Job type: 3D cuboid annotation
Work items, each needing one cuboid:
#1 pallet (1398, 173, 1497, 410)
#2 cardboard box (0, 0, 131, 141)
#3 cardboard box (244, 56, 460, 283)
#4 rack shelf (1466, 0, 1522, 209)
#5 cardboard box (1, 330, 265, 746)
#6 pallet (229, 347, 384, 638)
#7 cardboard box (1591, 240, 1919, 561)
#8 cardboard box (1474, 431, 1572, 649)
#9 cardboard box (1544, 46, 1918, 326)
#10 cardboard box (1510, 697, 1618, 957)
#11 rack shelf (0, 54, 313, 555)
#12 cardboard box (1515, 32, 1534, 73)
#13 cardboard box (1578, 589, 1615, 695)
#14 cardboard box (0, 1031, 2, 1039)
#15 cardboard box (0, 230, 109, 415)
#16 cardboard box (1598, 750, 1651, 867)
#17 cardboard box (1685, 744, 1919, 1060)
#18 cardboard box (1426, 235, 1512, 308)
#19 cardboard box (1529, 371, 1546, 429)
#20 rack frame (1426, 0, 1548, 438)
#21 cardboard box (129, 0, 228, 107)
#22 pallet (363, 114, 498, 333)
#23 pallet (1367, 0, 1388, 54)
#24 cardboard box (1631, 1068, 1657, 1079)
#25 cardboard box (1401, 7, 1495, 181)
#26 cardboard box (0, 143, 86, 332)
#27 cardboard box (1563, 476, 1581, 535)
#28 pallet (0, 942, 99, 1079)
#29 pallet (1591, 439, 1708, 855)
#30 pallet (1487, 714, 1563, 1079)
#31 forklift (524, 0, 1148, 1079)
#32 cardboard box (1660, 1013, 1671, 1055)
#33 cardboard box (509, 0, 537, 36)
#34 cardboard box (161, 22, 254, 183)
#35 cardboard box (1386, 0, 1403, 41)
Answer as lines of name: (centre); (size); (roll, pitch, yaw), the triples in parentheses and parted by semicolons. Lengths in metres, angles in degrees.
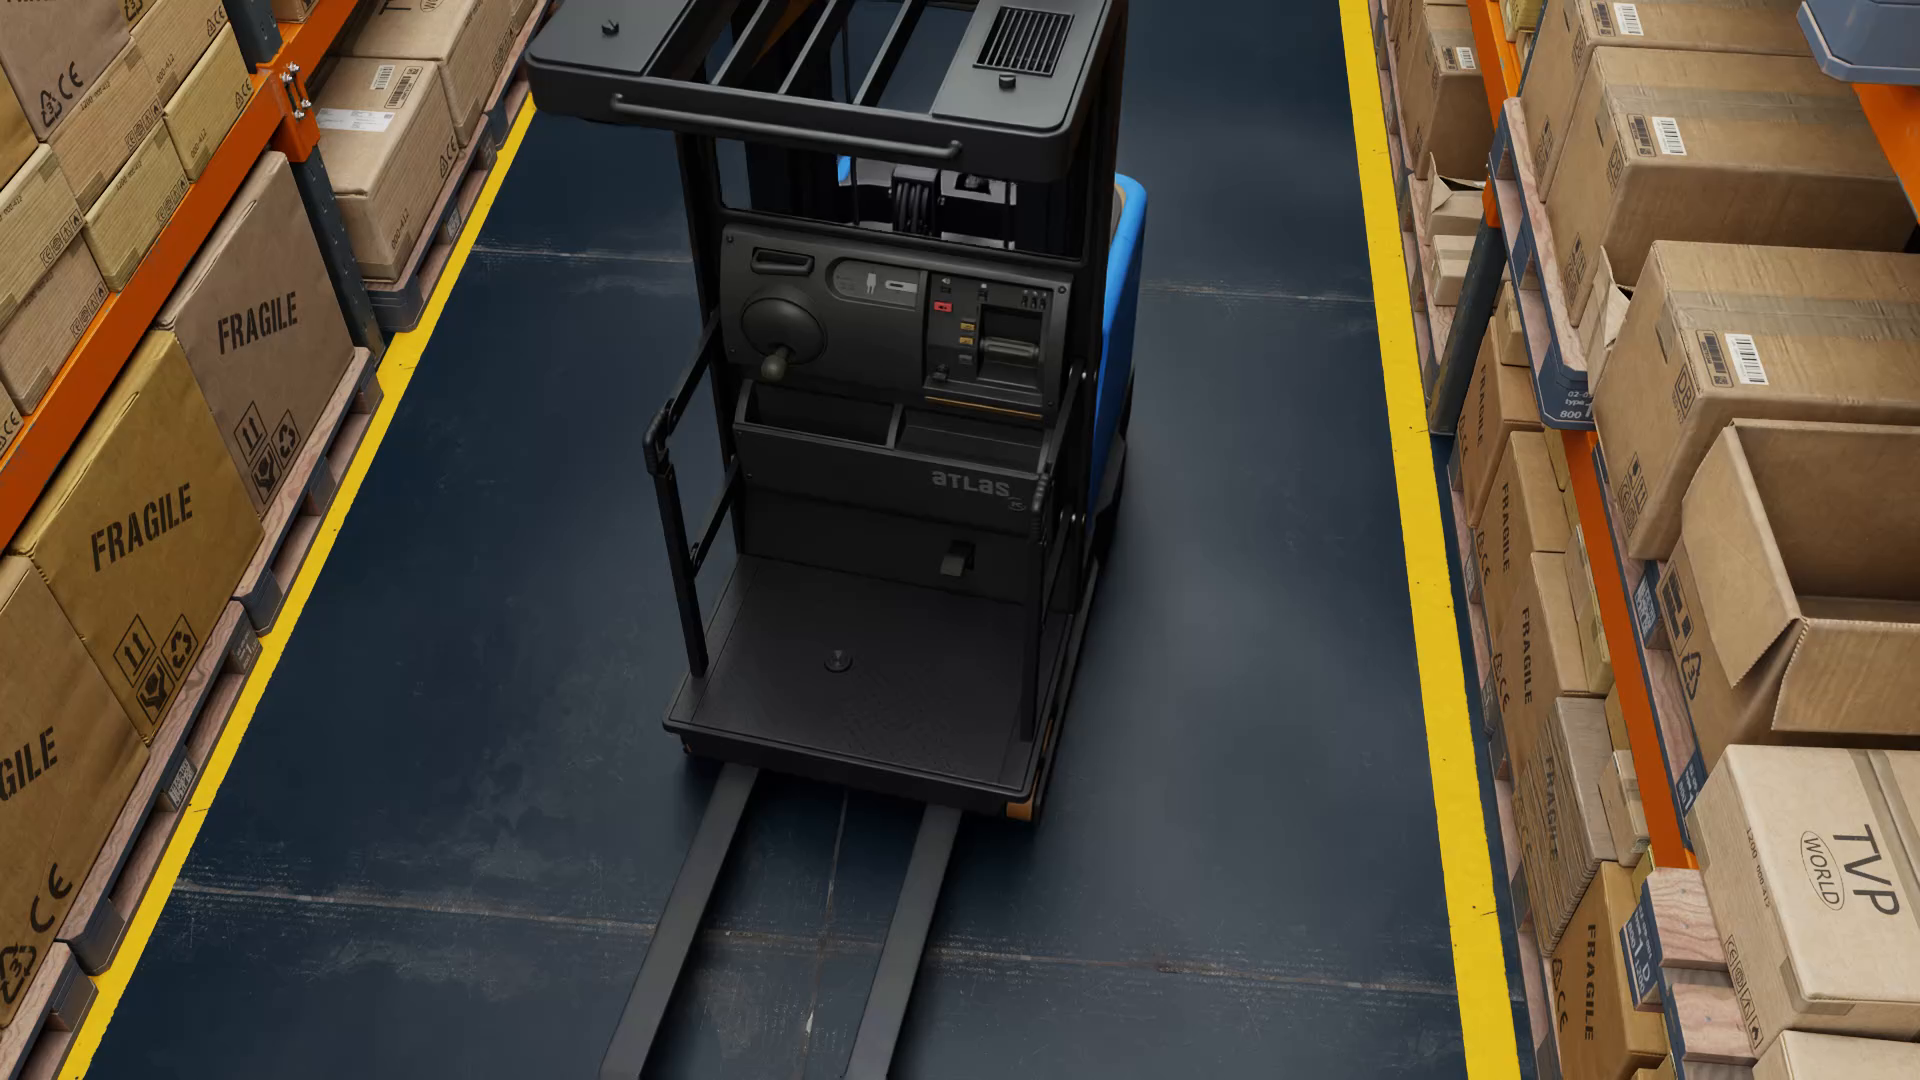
pallet: (2.289, -0.970, 6.494); (1.003, 0.211, 1.213); (4, 48, 4)
cardboard box: (-2.548, -1.383, 4.237); (0.500, 0.500, 0.500); (5, 48, 4)
cardboard box: (-2.554, -1.469, 6.513); (0.875, 0.438, 0.875); (3, 48, 3)
rack shelf: (2.408, -2.634, 6.614); (1.077, 0.370, 4.000); (4, 48, 4)
cardboard box: (-2.769, -0.037, 4.907); (0.875, 0.875, 0.875); (5, 48, 5)
pallet: (-2.713, -0.225, 5.812); (1.003, 0.211, 1.213); (4, 48, 4)
cardboard box: (1.840, -0.285, 3.625); (0.700, 0.500, 0.500); (4, 48, 3)
cardboard box: (1.919, 0.027, 5.102); (0.500, 0.500, 0.500); (3, 48, 3)
cardboard box: (1.911, -0.861, 4.153); (0.700, 0.500, 0.500); (4, 48, 4)
cardboard box: (1.815, 0.775, 4.418); (0.500, 0.500, 0.500); (2, 48, 2)
rack shelf: (-2.900, -0.025, 4.228); (1.077, 0.370, 4.000); (4, 48, 4)
cardboard box: (2.003, -1.573, 5.326); (0.380, 0.149, 0.250); (4, 48, 4)
cardboard box: (1.871, 0.286, 4.426); (0.380, 0.149, 0.250); (5, 48, 5)
cardboard box: (-2.937, 1.275, 3.707); (0.875, 0.875, 0.875); (3, 48, 3)
cardboard box: (-2.620, -0.597, 4.365); (0.500, 0.250, 0.500); (3, 48, 2)
cardboard box: (1.802, 0.663, 4.081); (0.380, 0.149, 0.250); (2, 48, 2)
cardboard box: (1.635, 0.644, 2.945); (0.500, 0.250, 0.500); (2, 48, 2)
cardboard box: (1.984, -1.016, 6.293); (0.380, 0.149, 0.250); (3, 48, 2)
cardboard box: (1.980, -0.469, 5.116); (0.380, 0.149, 0.250); (3, 48, 2)
rack frame: (2.225, -1.407, 5.004); (1.000, 3.000, 0.127); (4, 48, 4)
cardboard box: (-2.516, -1.516, 4.866); (0.500, 0.250, 0.500); (4, 48, 3)
pallet: (-2.571, -1.350, 6.842); (1.003, 0.211, 1.213); (4, 48, 4)
pallet: (2.511, -2.763, 8.134); (1.003, 0.211, 1.213); (4, 48, 4)
cardboard box: (1.741, 1.542, 3.716); (0.500, 0.500, 0.500); (3, 48, 3)
cardboard box: (2.229, -1.813, 6.785); (0.700, 0.500, 0.500); (2, 48, 2)
cardboard box: (-2.595, -0.767, 4.181); (0.500, 0.250, 0.500); (5, 48, 4)
cardboard box: (1.956, -0.078, 4.758); (0.380, 0.149, 0.250); (3, 48, 3)
pallet: (-2.936, 1.568, 4.173); (1.003, 0.211, 1.213); (4, 48, 4)
pallet: (2.034, 0.168, 3.694); (1.003, 0.211, 1.213); (4, 48, 4)
pallet: (2.080, 1.034, 4.662); (1.003, 0.211, 1.213); (4, 48, 4)
forklift: (-0.225, -0.468, 4.192); (1.130, 2.935, 3.031); (10, 48, 9)
cardboard box: (1.785, 1.051, 3.725); (0.380, 0.149, 0.250); (5, 48, 5)
cardboard box: (-2.389, -2.789, 7.720); (0.875, 0.438, 0.875); (5, 48, 5)
cardboard box: (-2.508, -1.341, 5.045); (0.500, 0.250, 0.500); (3, 48, 3)
cardboard box: (2.323, -2.576, 7.482); (0.700, 0.500, 0.500); (6, 48, 5)
